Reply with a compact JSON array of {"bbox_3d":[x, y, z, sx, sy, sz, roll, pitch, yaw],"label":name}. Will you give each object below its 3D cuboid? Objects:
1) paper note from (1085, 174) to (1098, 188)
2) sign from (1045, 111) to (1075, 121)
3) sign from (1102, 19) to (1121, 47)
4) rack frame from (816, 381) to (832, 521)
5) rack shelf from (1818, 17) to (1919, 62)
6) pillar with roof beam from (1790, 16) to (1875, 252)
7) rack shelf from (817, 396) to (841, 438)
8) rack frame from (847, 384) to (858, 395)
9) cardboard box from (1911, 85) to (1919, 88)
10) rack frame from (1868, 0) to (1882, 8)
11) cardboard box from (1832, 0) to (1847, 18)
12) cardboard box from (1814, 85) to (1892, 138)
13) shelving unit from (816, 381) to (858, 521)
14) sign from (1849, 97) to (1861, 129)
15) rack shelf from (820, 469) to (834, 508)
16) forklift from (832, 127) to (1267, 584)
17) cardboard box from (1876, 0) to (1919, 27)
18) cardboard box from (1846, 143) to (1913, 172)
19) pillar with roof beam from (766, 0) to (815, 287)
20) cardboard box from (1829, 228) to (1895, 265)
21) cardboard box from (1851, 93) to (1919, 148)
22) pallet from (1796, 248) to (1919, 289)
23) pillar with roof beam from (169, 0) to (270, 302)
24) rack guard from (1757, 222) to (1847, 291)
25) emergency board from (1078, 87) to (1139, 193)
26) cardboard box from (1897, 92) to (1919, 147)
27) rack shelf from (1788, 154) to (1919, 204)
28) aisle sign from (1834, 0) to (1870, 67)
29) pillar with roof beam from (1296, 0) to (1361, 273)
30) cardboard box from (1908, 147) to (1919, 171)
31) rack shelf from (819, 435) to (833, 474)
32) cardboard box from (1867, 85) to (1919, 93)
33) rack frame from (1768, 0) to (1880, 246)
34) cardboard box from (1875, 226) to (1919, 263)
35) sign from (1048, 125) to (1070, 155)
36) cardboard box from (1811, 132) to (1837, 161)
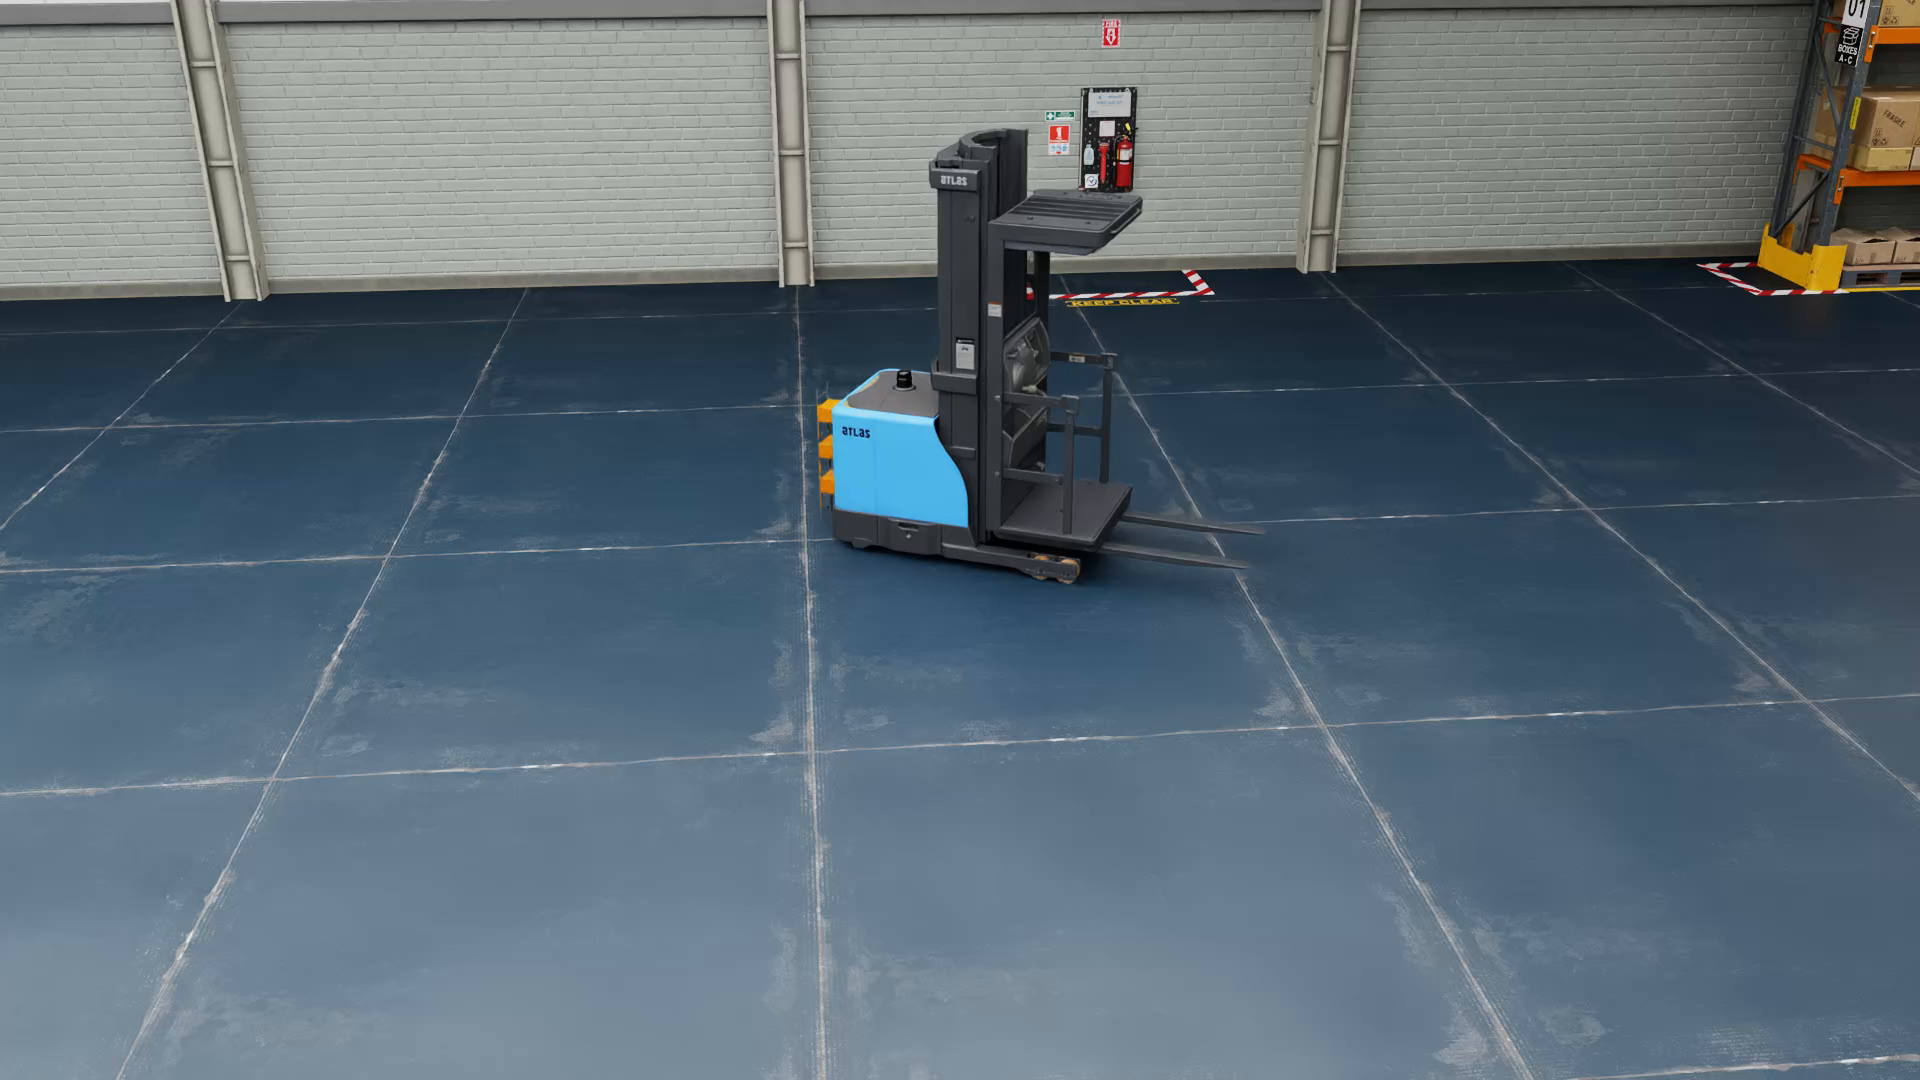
[{"bbox_3d":[1.484,-4.048,18.749,0.142,0.148,0.016,-2,24,-5],"label":"paper note"},{"bbox_3d":[1.112,-4.705,18.445,0.331,0.109,0.001,-2,24,-5],"label":"sign"},{"bbox_3d":[1.649,-5.529,18.143,0.199,0.298,0.001,-2,24,-5],"label":"sign"},{"bbox_3d":[-1.015,-0.662,12.448,0.008,1.050,0.200,8,25,18],"label":"rack frame"},{"bbox_3d":[11.479,-5.497,18.117,4.000,0.370,1.077,-2,24,-5],"label":"rack shelf"},{"bbox_3d":[10.524,-5.754,14.116,0.400,9.000,9.100,-2,24,-5],"label":"pillar with roof beam"},{"bbox_3d":[-0.900,-0.895,12.299,0.240,0.259,0.215,8,25,18],"label":"rack shelf"},{"bbox_3d":[-0.785,-0.629,12.373,0.008,1.050,0.200,8,25,18],"label":"rack frame"},{"bbox_3d":[10.953,-4.802,18.597,0.500,0.500,0.500,-3,24,-7],"label":"cardboard box"},{"bbox_3d":[9.489,-7.117,17.182,0.127,3.000,1.000,-2,24,-5],"label":"rack frame"},{"bbox_3d":[9.879,-5.920,18.034,0.500,0.500,0.500,-1,24,-1],"label":"cardboard box"},{"bbox_3d":[9.937,-4.763,18.510,0.500,0.500,0.500,-3,24,-6],"label":"cardboard box"},{"bbox_3d":[-0.900,-0.646,12.410,0.252,1.050,0.215,8,25,18],"label":"shelving unit"},{"bbox_3d":[9.542,-4.551,17.731,0.005,0.325,0.100,-2,24,-5],"label":"sign"},{"bbox_3d":[-0.900,-0.382,12.527,0.240,0.259,0.215,8,25,18],"label":"rack shelf"},{"bbox_3d":[0.651,-1.279,11.520,3.031,2.935,1.130,8,25,18],"label":"forklift"},{"bbox_3d":[9.846,-5.713,17.569,0.500,0.500,0.500,-2,24,-4],"label":"cardboard box"},{"bbox_3d":[10.006,-4.207,18.182,0.500,0.250,0.500,-3,24,-7],"label":"cardboard box"},{"bbox_3d":[-1.418,-5.275,13.039,0.400,9.000,9.100,-2,24,-5],"label":"pillar with roof beam"},{"bbox_3d":[10.186,-3.339,18.837,0.500,0.311,0.500,-5,24,-11],"label":"cardboard box"},{"bbox_3d":[9.994,-4.556,18.044,0.500,0.500,0.500,-2,24,-5],"label":"cardboard box"},{"bbox_3d":[10.376,-3.122,19.014,1.213,0.211,1.003,-2,24,-5],"label":"pallet"},{"bbox_3d":[-7.389,-5.035,12.500,0.400,9.000,9.100,-2,24,-5],"label":"pillar with roof beam"},{"bbox_3d":[9.565,-3.236,18.915,0.348,0.500,1.175,-2,24,-5],"label":"rack guard"},{"bbox_3d":[1.667,-4.430,18.524,0.643,1.169,0.194,-2,24,-5],"label":"emergency board"},{"bbox_3d":[10.486,-4.572,18.079,0.500,0.500,0.500,-2,24,-5],"label":"cardboard box"},{"bbox_3d":[11.479,-4.126,18.726,4.000,0.370,1.077,-2,24,-5],"label":"rack shelf"},{"bbox_3d":[9.447,-5.439,17.593,0.004,0.787,0.394,-2,24,-5],"label":"aisle sign"},{"bbox_3d":[4.553,-5.515,13.577,0.400,9.000,9.100,-2,24,-5],"label":"pillar with roof beam"},{"bbox_3d":[10.521,-4.233,18.241,0.500,0.250,0.500,-3,24,-7],"label":"cardboard box"},{"bbox_3d":[-0.900,-0.636,12.415,0.240,0.259,0.215,8,25,18],"label":"rack shelf"},{"bbox_3d":[10.439,-4.779,18.546,0.500,0.500,0.500,-2,24,-4],"label":"cardboard box"},{"bbox_3d":[9.489,-4.375,18.400,0.127,3.000,1.000,-2,24,-5],"label":"rack frame"},{"bbox_3d":[10.754,-3.361,18.888,0.500,0.311,0.500,0,24,-1],"label":"cardboard box"},{"bbox_3d":[1.106,-4.466,18.560,0.234,0.329,0.001,-2,24,-5],"label":"sign"},{"bbox_3d":[9.935,-4.413,18.645,0.500,0.250,0.500,-2,24,-4],"label":"cardboard box"}]
